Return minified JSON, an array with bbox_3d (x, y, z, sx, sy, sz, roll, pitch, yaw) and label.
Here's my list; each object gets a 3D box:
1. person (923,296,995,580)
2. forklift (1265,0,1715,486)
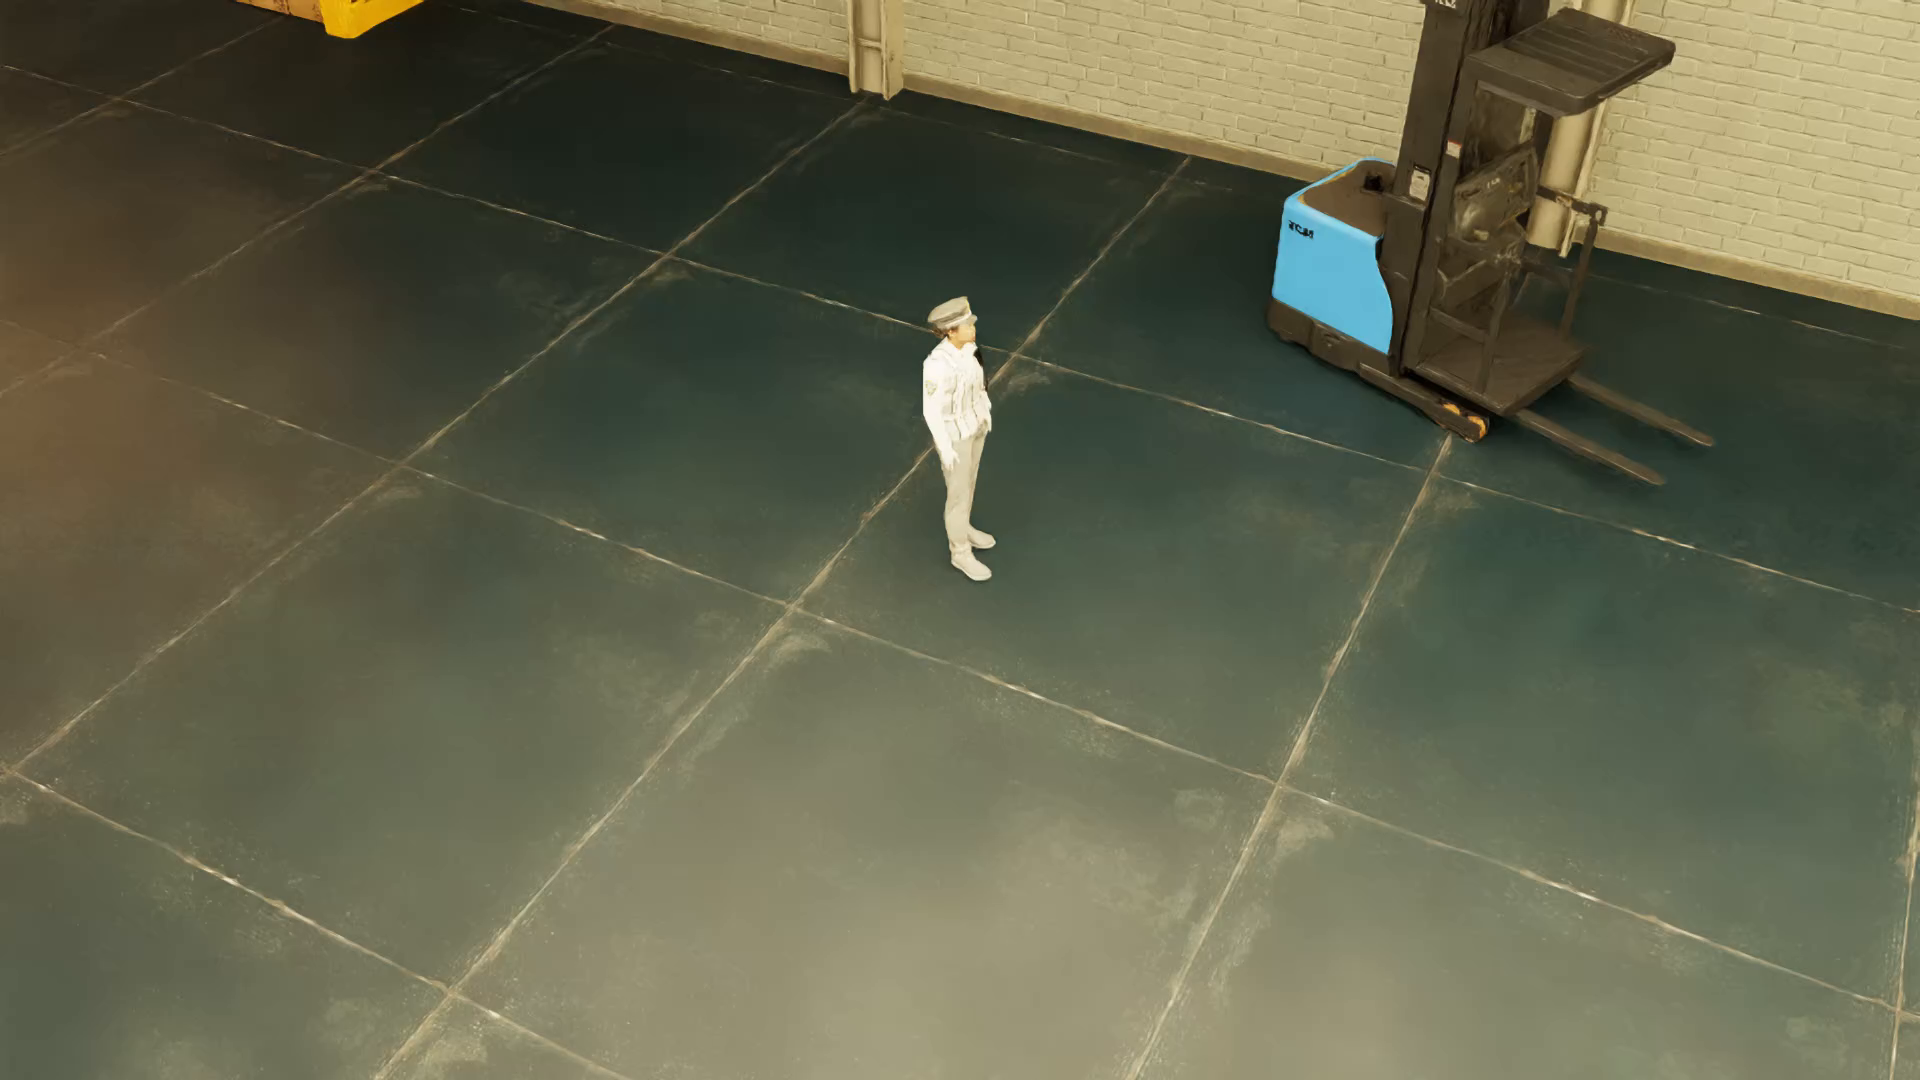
[{"bbox_3d":[0.057,-0.630,9.682,0.532,1.695,0.586,18,43,21],"label":"person"},{"bbox_3d":[3.574,-2.150,10.539,1.130,2.935,3.031,-31,49,-31],"label":"forklift"}]
